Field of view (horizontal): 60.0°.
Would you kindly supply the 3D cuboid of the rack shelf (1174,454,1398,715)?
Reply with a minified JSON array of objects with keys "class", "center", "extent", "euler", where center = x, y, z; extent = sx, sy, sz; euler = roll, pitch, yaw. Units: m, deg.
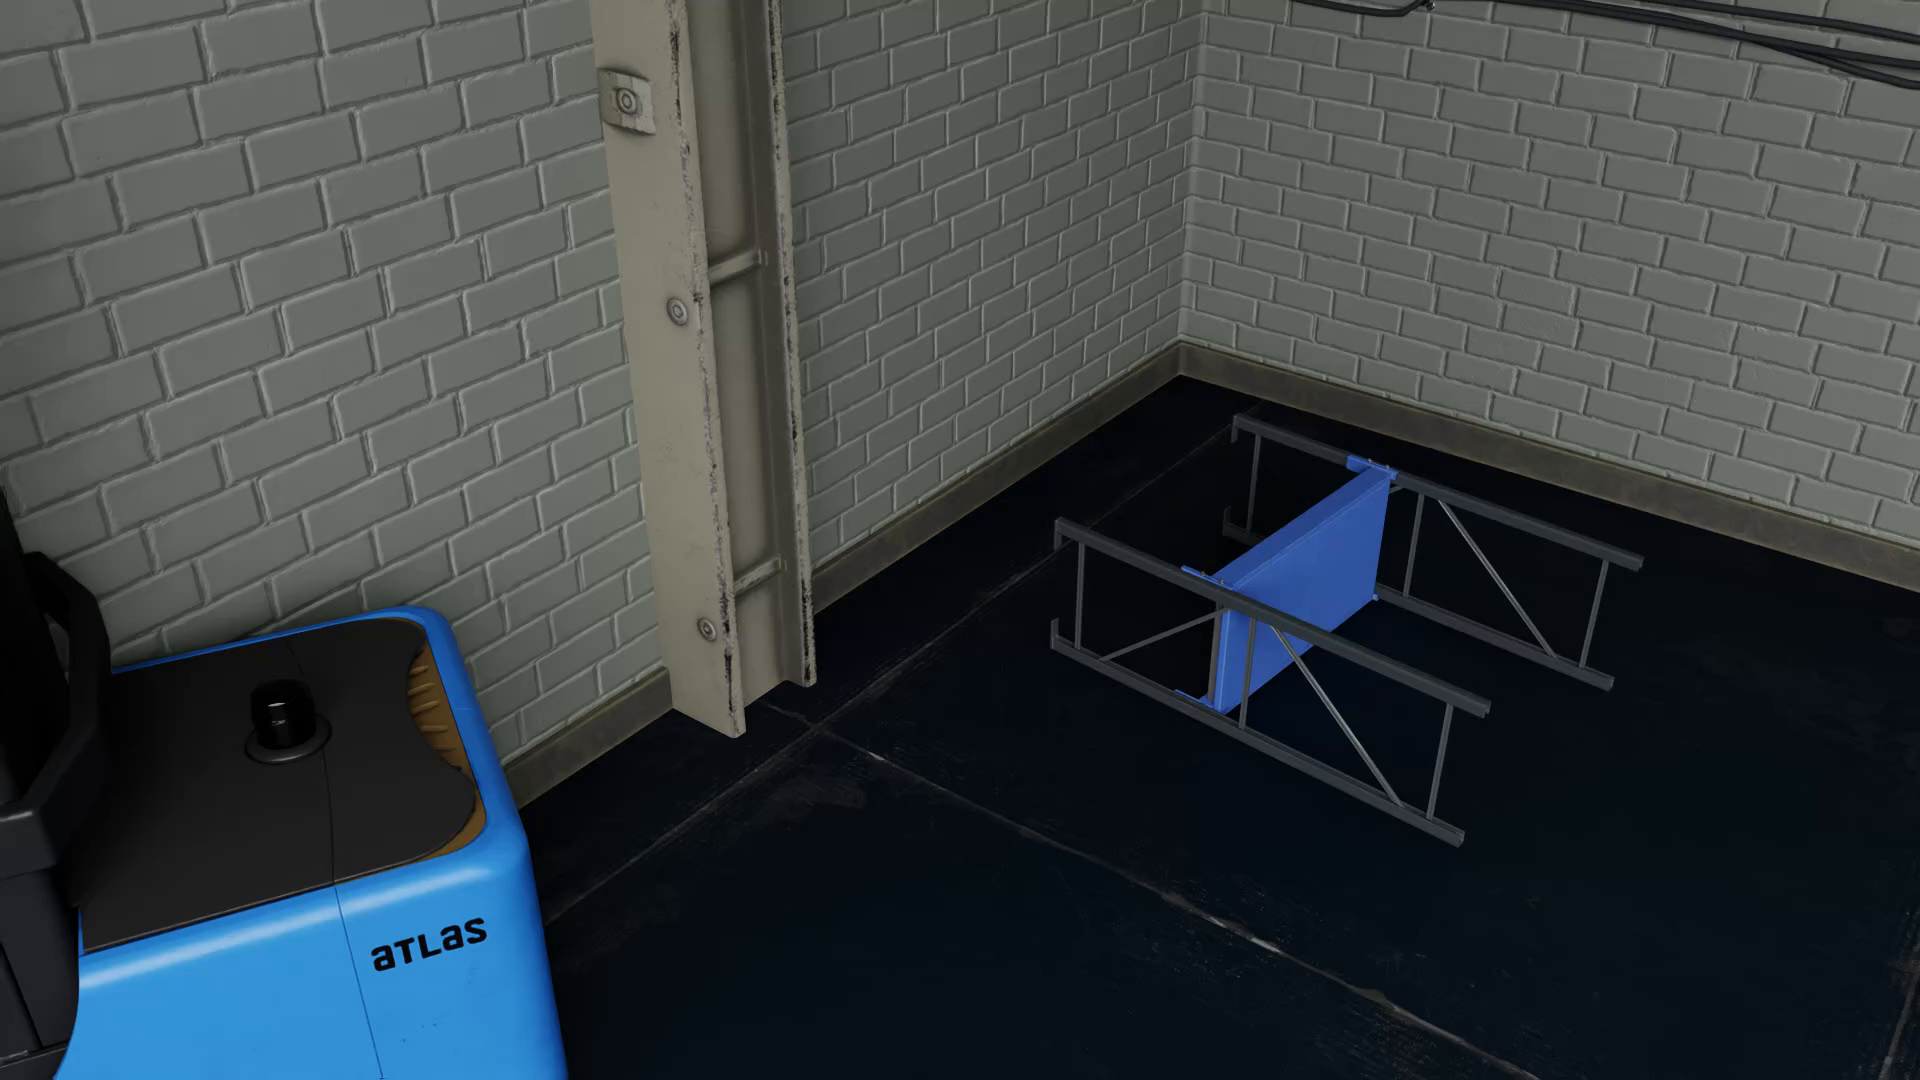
[{"class":"rack shelf","center":[1.077,0.146,5.475],"extent":[0.185,0.538,1.000],"euler":[25,39,35]}]

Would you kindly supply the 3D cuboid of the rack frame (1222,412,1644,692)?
[{"class":"rack frame","center":[1.551,0.015,5.696],"extent":[1.500,0.500,0.032],"euler":[25,39,35]}]

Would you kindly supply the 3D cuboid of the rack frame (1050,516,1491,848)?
[{"class":"rack frame","center":[0.870,0.400,5.047],"extent":[1.500,0.500,0.032],"euler":[25,39,35]}]

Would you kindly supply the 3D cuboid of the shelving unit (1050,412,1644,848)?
[{"class":"shelving unit","center":[1.211,0.208,5.372],"extent":[1.500,0.538,1.048],"euler":[25,39,35]}]

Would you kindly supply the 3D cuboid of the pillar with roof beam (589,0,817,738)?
[{"class":"pillar with roof beam","center":[2.725,-2.052,0.886],"extent":[9.100,9.000,0.400],"euler":[21,37,31]}]

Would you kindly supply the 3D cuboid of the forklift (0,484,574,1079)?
[{"class":"forklift","center":[-2.384,0.336,2.809],"extent":[3.031,2.935,1.130],"euler":[-13,33,-21]}]
